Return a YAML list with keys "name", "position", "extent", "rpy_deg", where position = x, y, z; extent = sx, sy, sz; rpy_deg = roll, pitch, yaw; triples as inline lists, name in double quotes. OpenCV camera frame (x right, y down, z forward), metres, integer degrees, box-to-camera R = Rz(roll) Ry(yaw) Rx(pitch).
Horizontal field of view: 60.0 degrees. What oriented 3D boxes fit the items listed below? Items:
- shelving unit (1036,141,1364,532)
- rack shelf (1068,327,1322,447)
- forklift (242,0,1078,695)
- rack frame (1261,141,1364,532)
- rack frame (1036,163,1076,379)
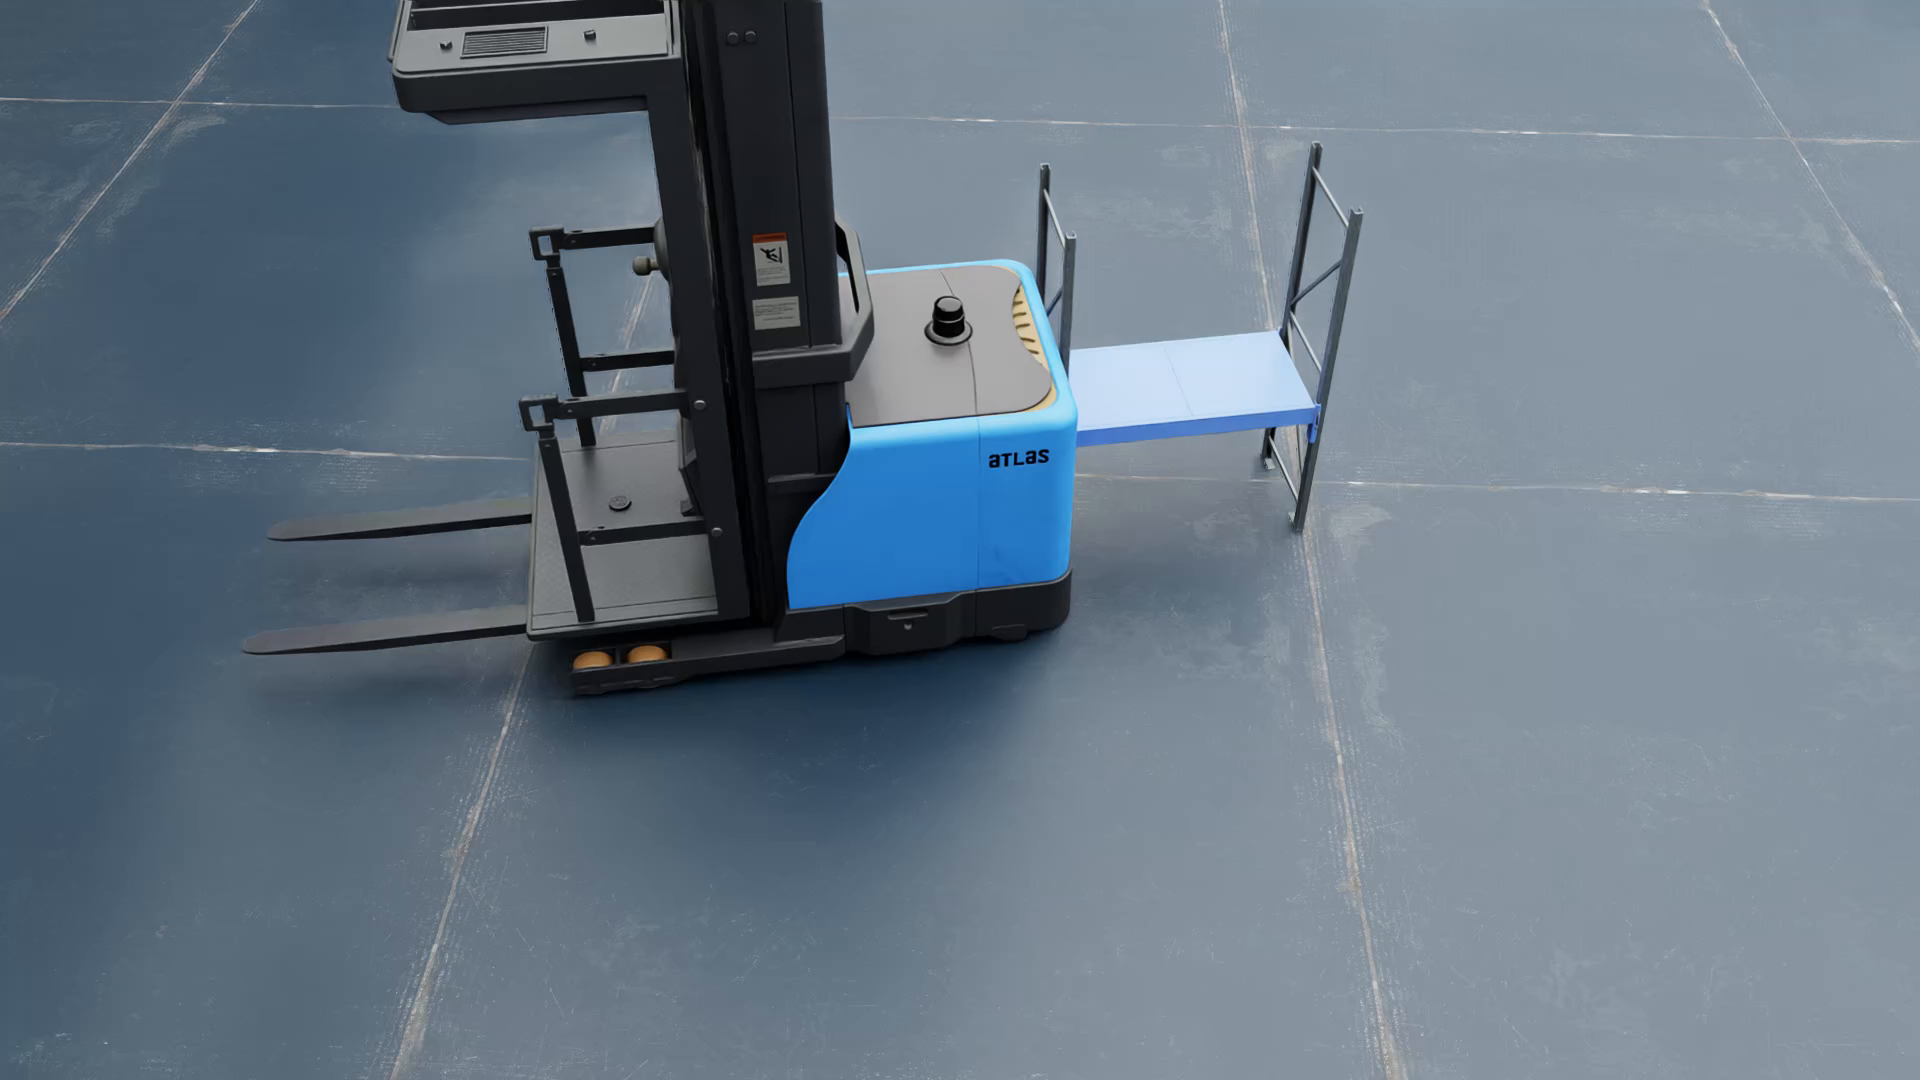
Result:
- name: "shelving unit"
  position: [0.845, -0.698, 6.399]
  extent: [1.048, 1.500, 0.538]
  rpy_deg: [-6, 43, -6]
- name: "rack shelf"
  position: [0.845, -0.567, 6.522]
  extent: [1.000, 0.185, 0.538]
  rpy_deg: [-6, 43, -6]
- name: "forklift"
  position: [-1.143, -0.890, 5.555]
  extent: [3.031, 2.935, 1.130]
  rpy_deg: [-6, 43, -6]
- name: "rack frame"
  position: [1.348, -0.752, 6.457]
  extent: [0.032, 1.500, 0.500]
  rpy_deg: [-6, 43, -6]
- name: "rack frame"
  position: [0.343, -0.645, 6.342]
  extent: [0.032, 1.500, 0.500]
  rpy_deg: [-6, 43, -6]
